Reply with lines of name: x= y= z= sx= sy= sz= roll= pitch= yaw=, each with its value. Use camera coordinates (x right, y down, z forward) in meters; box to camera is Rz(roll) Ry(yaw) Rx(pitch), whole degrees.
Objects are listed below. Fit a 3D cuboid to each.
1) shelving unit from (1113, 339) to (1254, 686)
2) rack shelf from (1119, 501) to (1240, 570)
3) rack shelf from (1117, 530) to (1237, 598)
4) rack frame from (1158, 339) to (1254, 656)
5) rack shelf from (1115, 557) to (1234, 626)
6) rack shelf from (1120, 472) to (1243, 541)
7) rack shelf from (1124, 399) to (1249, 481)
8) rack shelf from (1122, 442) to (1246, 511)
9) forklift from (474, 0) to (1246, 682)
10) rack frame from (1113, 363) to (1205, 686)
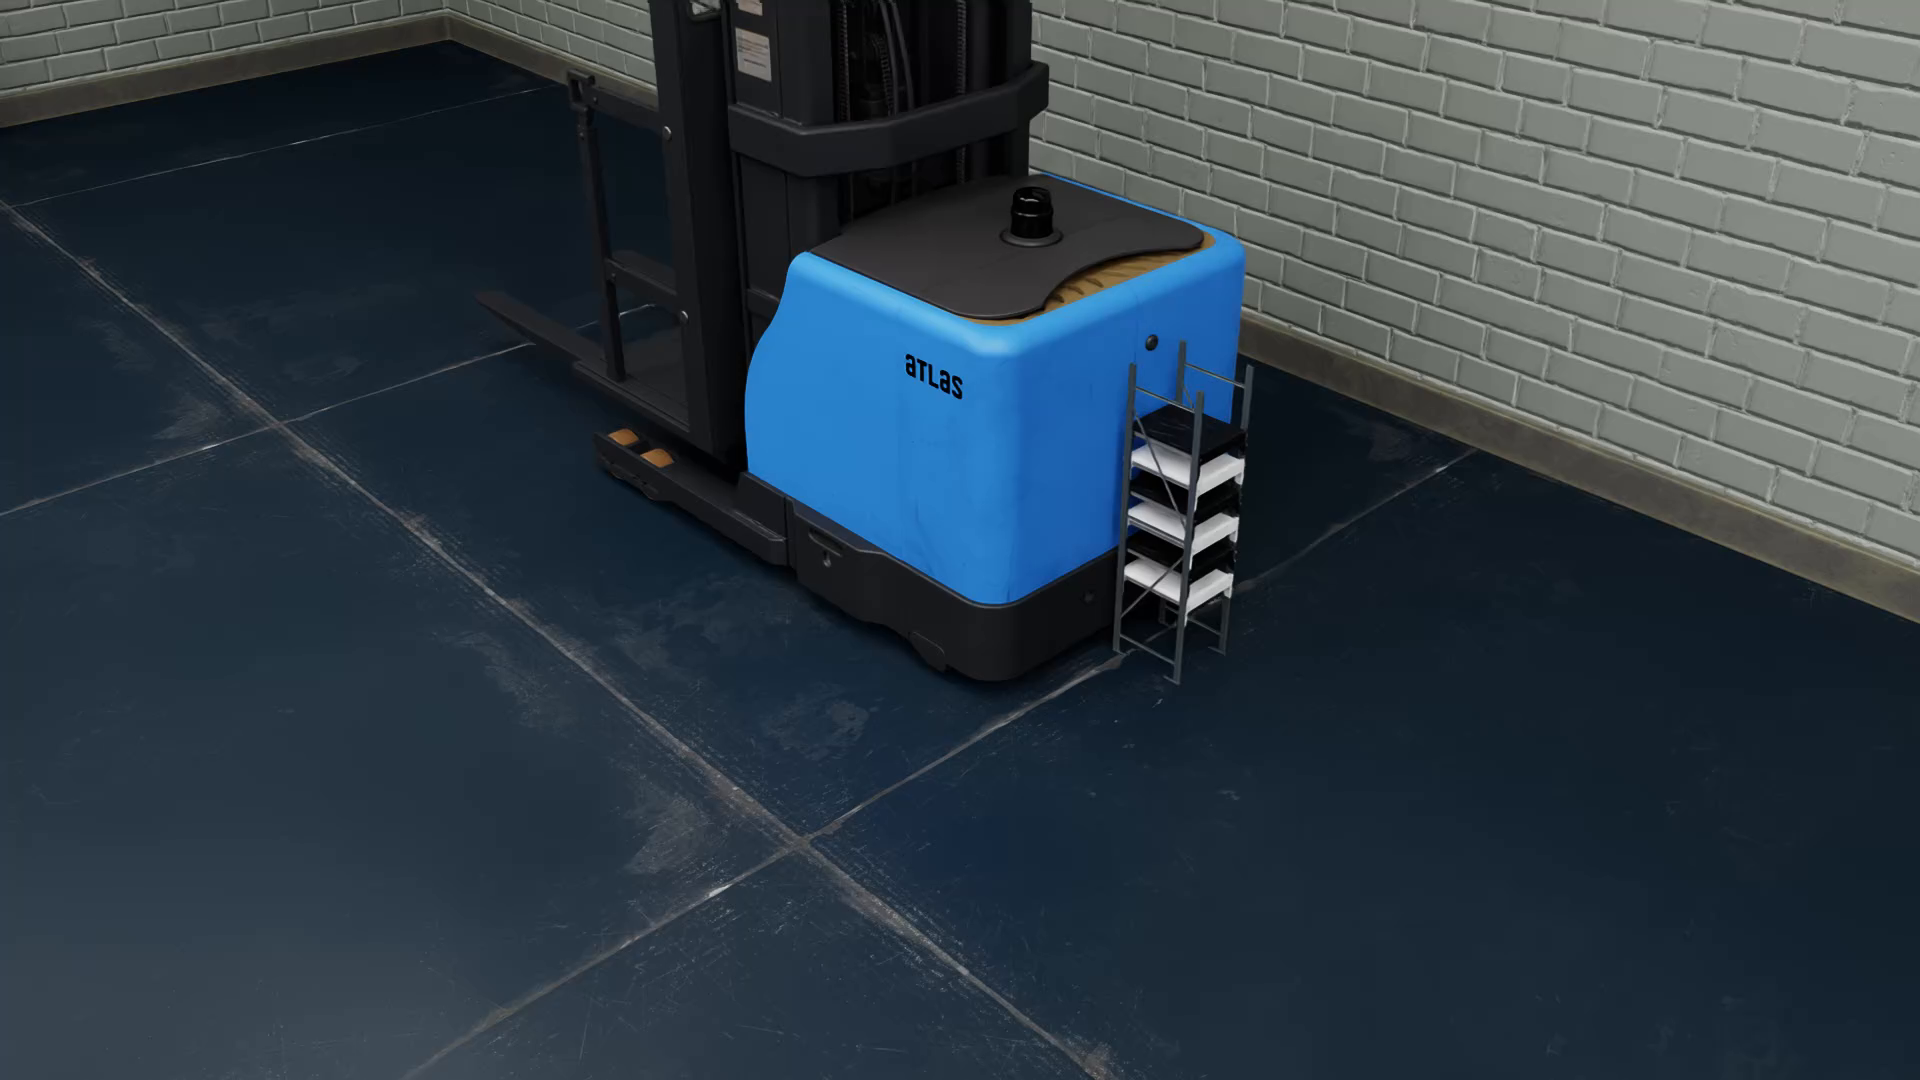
shelving unit: x=0.594 y=-0.064 z=4.492 sx=0.210 sy=0.900 sz=0.258 roll=-27 pitch=41 yaw=-37
rack shelf: x=0.594 y=-0.036 z=4.510 sx=0.200 sy=0.077 sz=0.258 roll=-27 pitch=41 yaw=-37
rack shelf: x=0.594 y=0.041 z=4.557 sx=0.200 sy=0.077 sz=0.258 roll=-27 pitch=41 yaw=-37
rack frame: x=0.666 y=-0.101 z=4.553 sx=0.006 sy=0.900 sz=0.240 roll=-27 pitch=41 yaw=-37
rack shelf: x=0.594 y=0.118 z=4.603 sx=0.200 sy=0.077 sz=0.258 roll=-27 pitch=41 yaw=-37
rack shelf: x=0.594 y=-0.112 z=4.463 sx=0.200 sy=0.077 sz=0.258 roll=-27 pitch=41 yaw=-37
rack shelf: x=0.594 y=-0.266 z=4.369 sx=0.200 sy=0.077 sz=0.258 roll=-27 pitch=41 yaw=-37
rack shelf: x=0.594 y=-0.189 z=4.416 sx=0.200 sy=0.077 sz=0.258 roll=-27 pitch=41 yaw=-37
forklift: x=-0.576 y=-1.545 z=4.967 sx=1.130 sy=2.935 sz=3.031 roll=-26 pitch=40 yaw=-36
rack frame: x=0.521 y=-0.027 z=4.431 sx=0.006 sy=0.900 sz=0.240 roll=-27 pitch=41 yaw=-37
